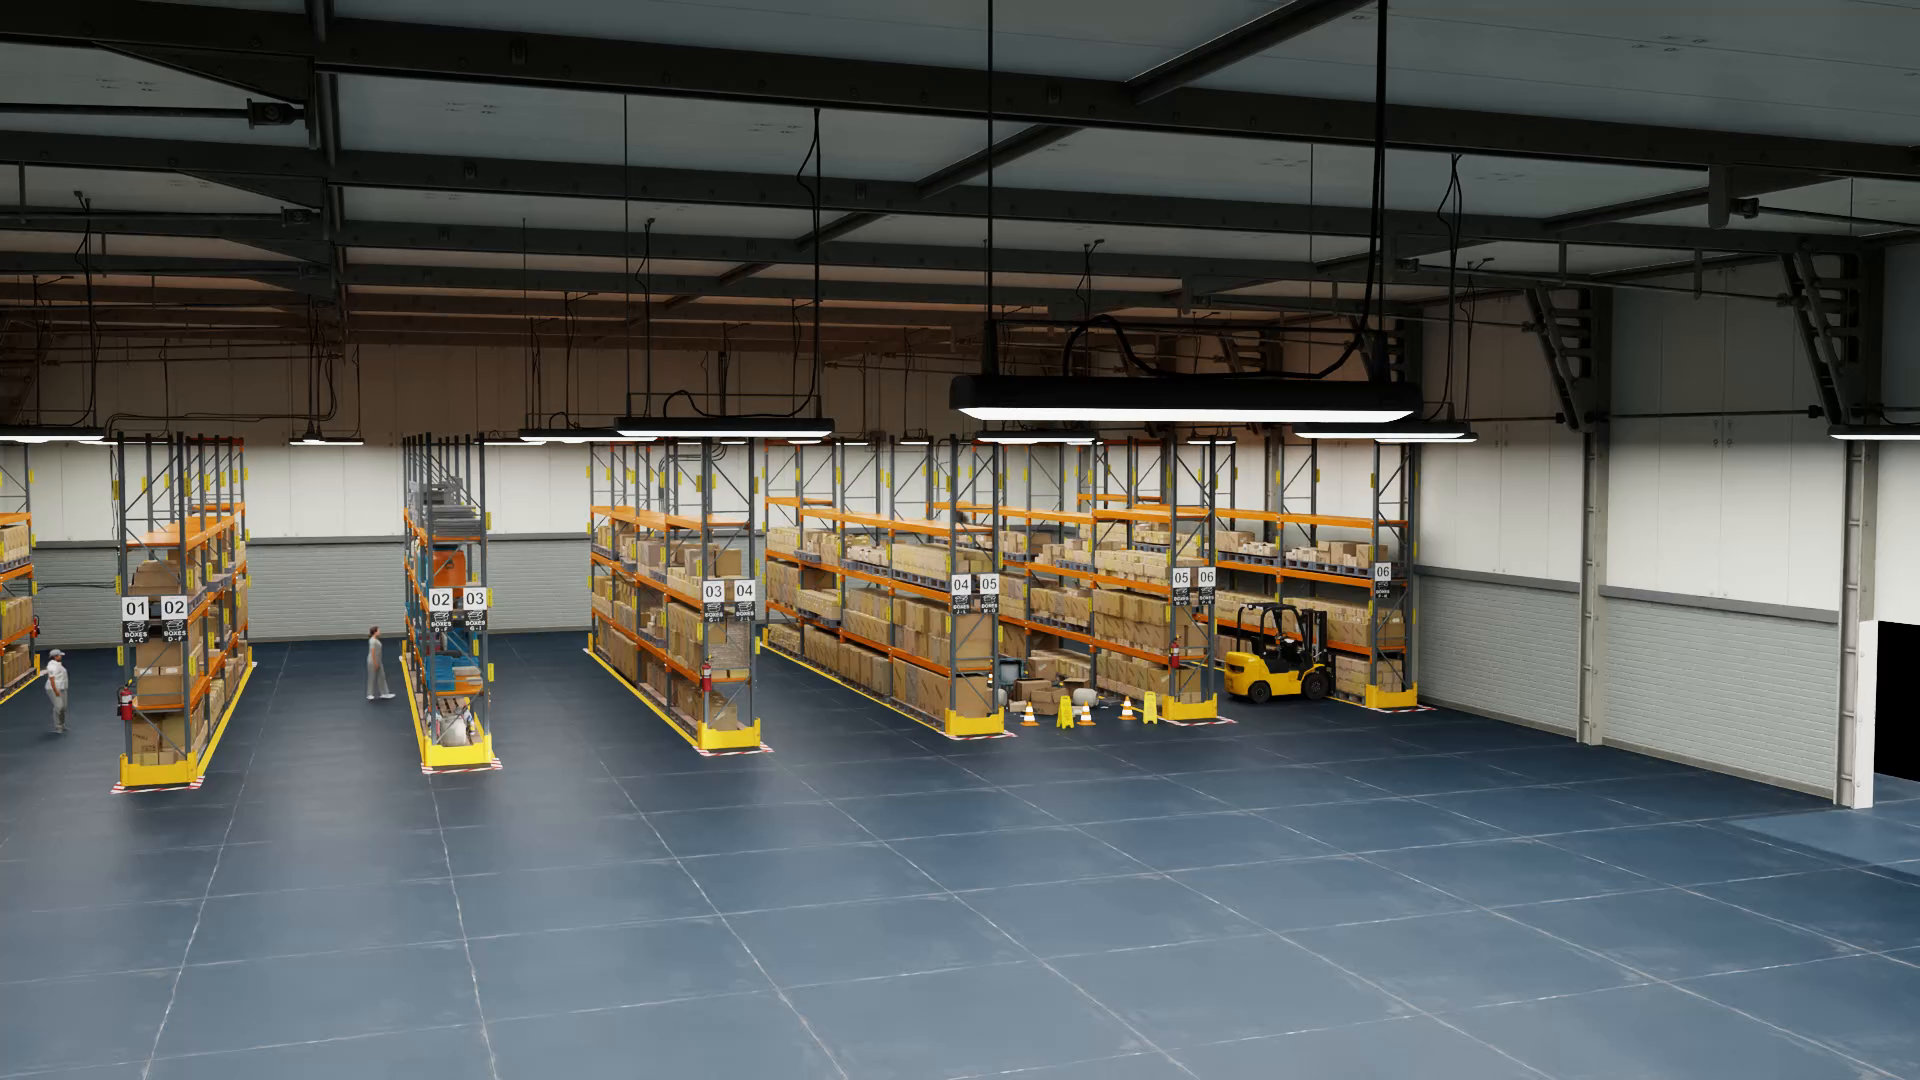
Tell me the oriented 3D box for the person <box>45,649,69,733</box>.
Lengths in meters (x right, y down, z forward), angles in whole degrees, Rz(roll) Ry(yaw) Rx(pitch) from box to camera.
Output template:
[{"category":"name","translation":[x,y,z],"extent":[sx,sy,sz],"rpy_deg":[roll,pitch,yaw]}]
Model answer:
[{"category":"person","translation":[-18.237,3.071,33.674],"extent":[0.484,1.720,0.487],"rpy_deg":[0,3,4]}]

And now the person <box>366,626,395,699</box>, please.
[{"category":"person","translation":[-13.275,2.793,37.939],"extent":[0.569,1.666,0.485],"rpy_deg":[0,3,9]}]

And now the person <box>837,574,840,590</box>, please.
[{"category":"person","translation":[-3.576,1.837,48.861],"extent":[0.535,1.762,0.598],"rpy_deg":[-2,4,-29]}]
